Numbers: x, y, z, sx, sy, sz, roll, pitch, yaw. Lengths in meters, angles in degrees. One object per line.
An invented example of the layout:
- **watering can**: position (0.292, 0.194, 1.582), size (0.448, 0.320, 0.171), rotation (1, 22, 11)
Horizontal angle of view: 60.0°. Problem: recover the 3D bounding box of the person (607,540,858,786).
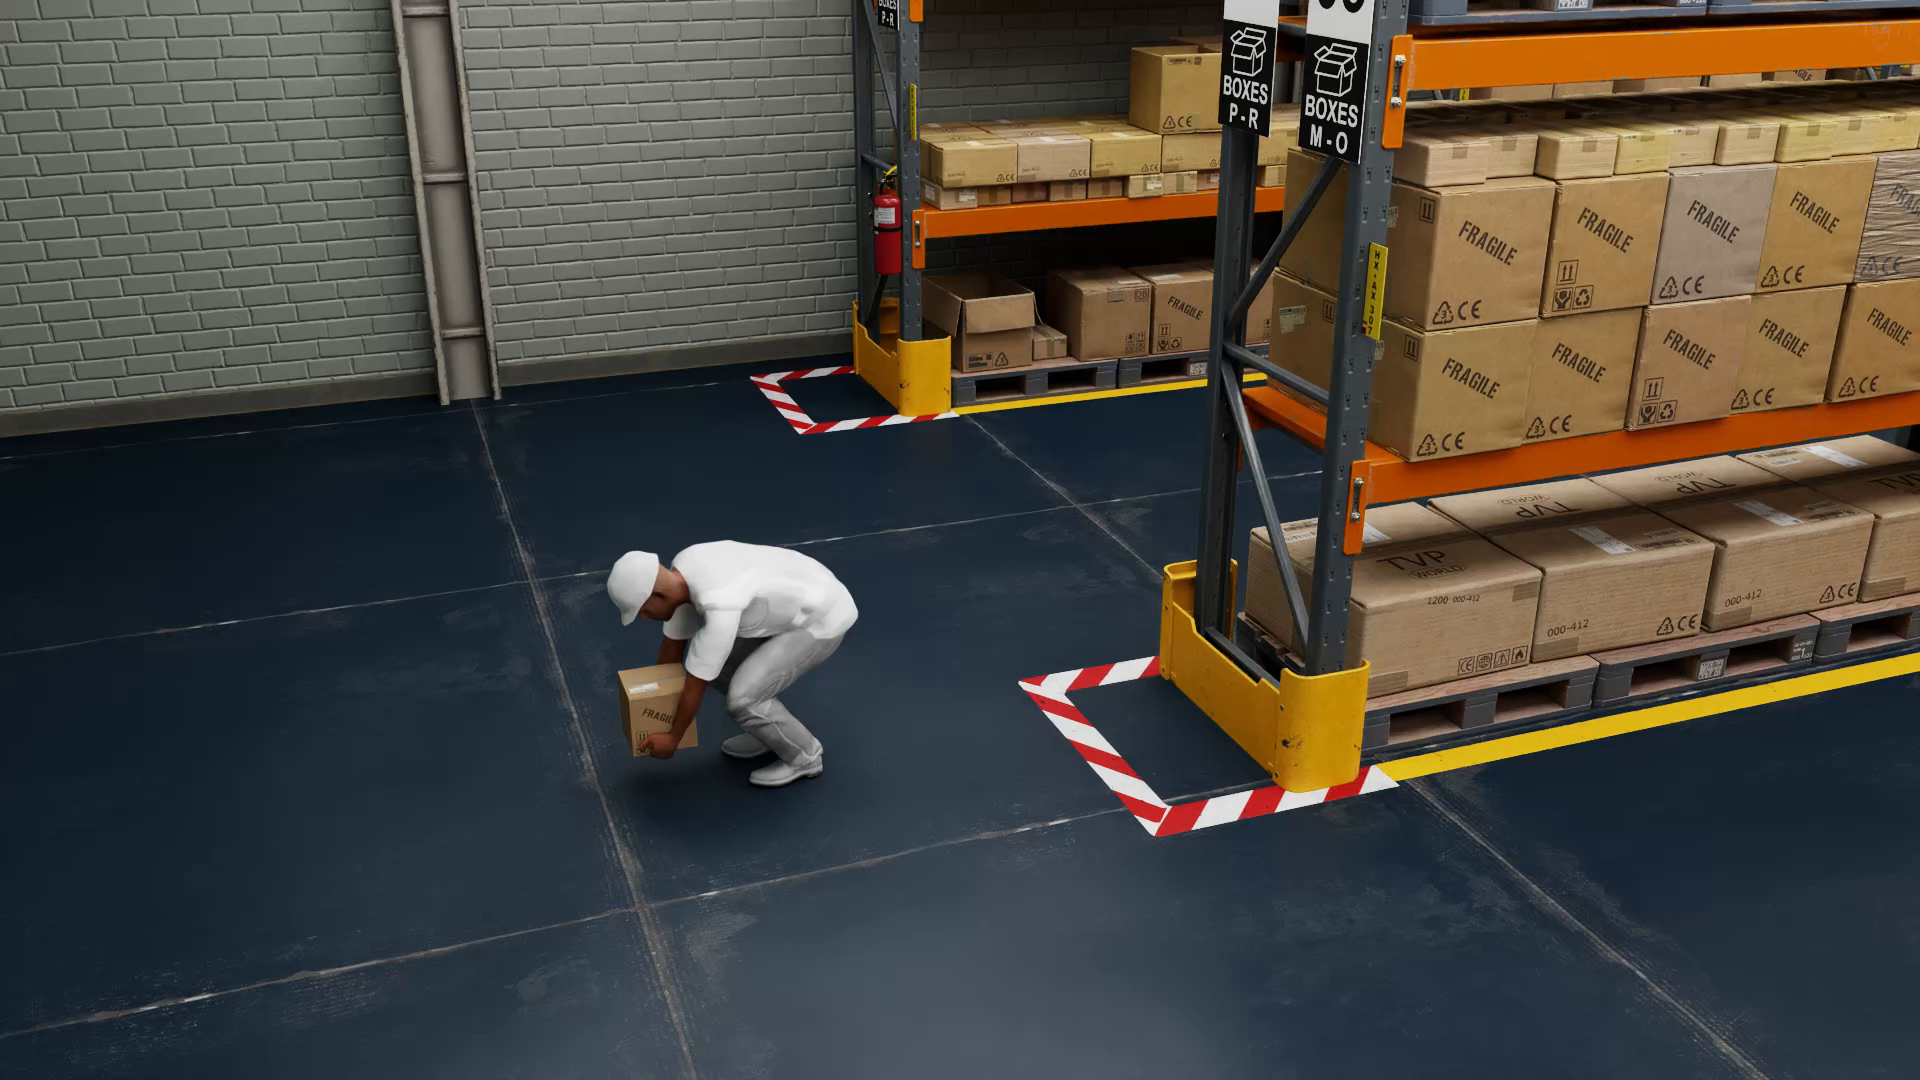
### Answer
- **person**: position (-0.865, 0.457, 6.449), size (0.946, 1.010, 0.525), rotation (-9, 24, -21)
